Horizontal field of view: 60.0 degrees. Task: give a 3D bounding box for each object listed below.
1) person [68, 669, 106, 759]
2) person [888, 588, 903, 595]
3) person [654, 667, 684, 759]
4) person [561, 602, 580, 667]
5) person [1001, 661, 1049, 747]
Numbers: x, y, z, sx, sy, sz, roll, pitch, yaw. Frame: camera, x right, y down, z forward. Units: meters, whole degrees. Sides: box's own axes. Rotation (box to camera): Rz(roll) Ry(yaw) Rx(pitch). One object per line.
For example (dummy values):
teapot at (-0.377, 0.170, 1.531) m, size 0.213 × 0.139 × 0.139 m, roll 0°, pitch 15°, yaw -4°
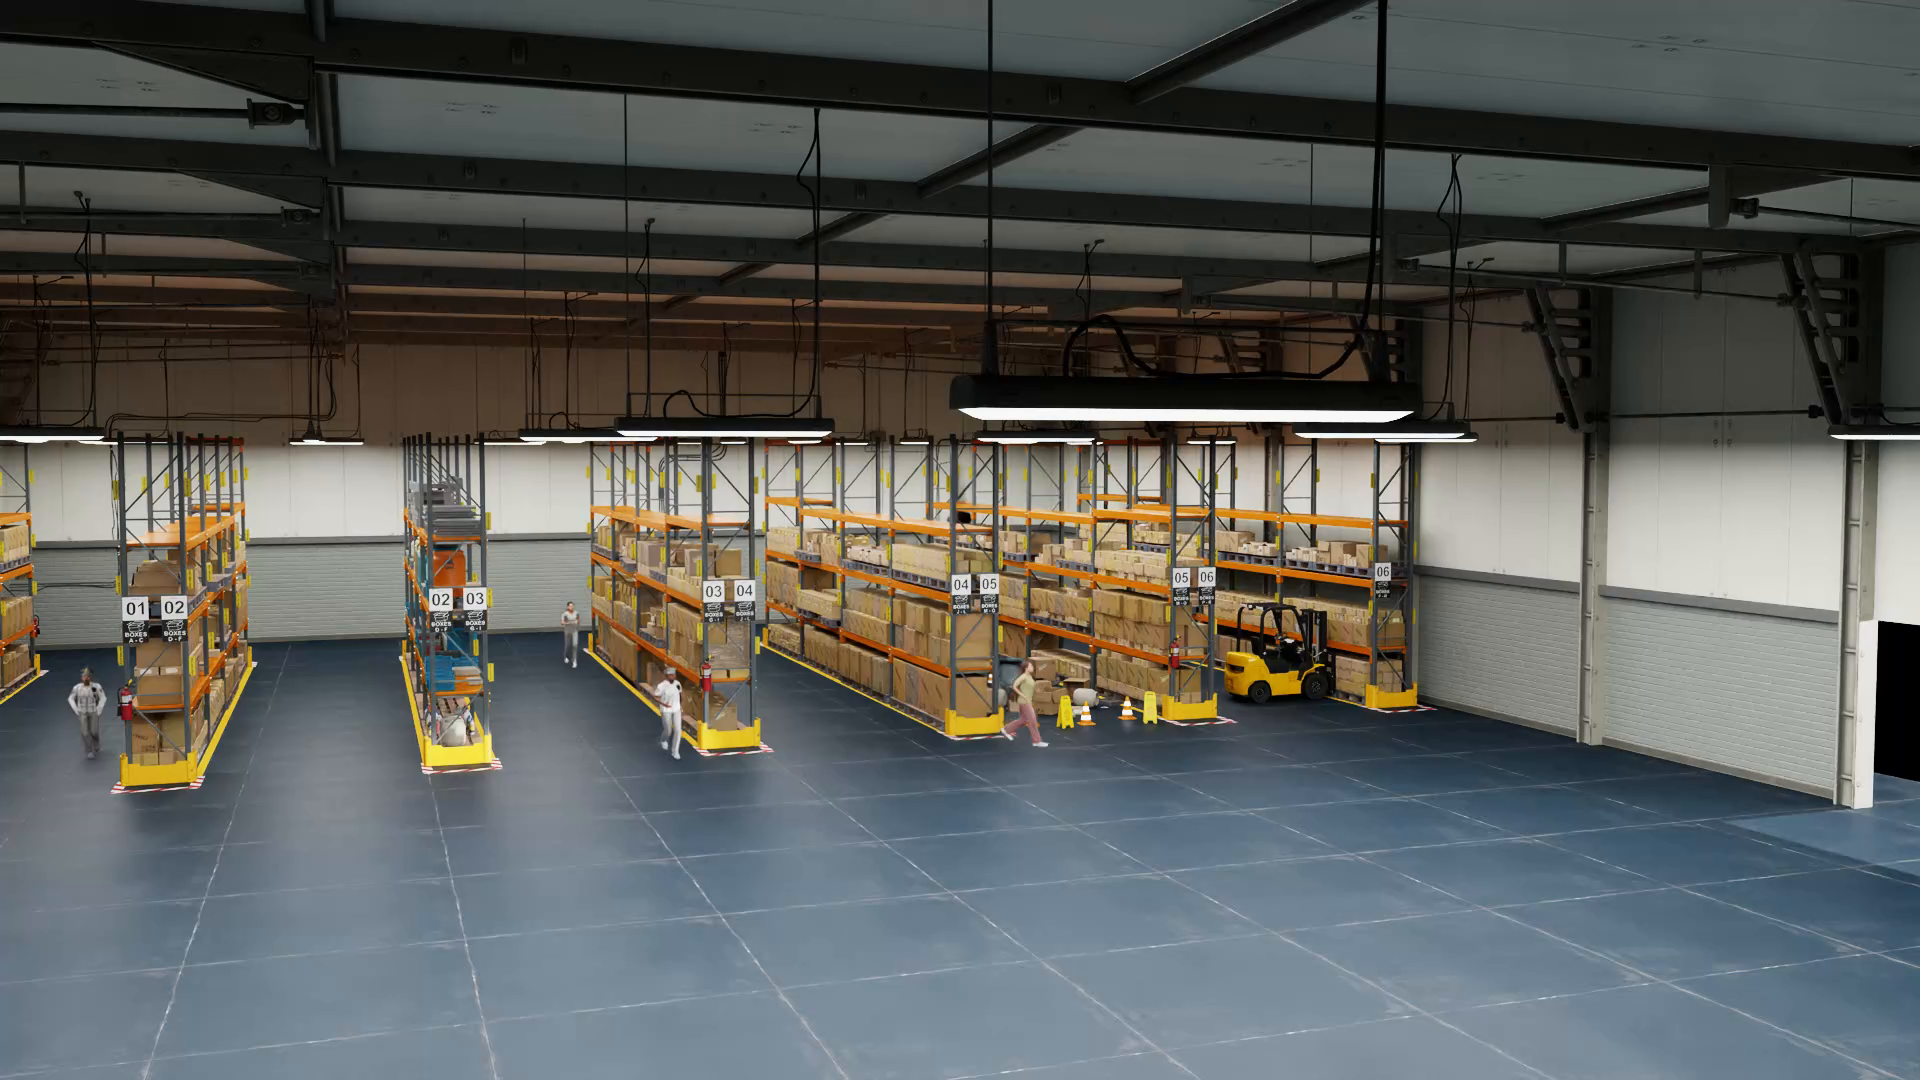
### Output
person at (-16.144, 3.192, 30.760) m, size 0.627 × 1.662 × 0.553 m, roll -1°, pitch 3°, yaw -23°
person at (-2.030, 1.991, 51.639) m, size 0.680 × 1.741 × 0.658 m, roll -2°, pitch 4°, yaw -38°
person at (-5.391, 3.190, 30.892) m, size 0.618 × 1.697 × 0.776 m, roll -2°, pitch 4°, yaw -30°
person at (-10.195, 2.447, 43.539) m, size 0.551 × 1.678 × 0.948 m, roll -1°, pitch 3°, yaw -25°
person at (1.215, 3.116, 31.749) m, size 0.974 × 1.644 × 0.580 m, roll 1°, pitch 3°, yaw 17°
